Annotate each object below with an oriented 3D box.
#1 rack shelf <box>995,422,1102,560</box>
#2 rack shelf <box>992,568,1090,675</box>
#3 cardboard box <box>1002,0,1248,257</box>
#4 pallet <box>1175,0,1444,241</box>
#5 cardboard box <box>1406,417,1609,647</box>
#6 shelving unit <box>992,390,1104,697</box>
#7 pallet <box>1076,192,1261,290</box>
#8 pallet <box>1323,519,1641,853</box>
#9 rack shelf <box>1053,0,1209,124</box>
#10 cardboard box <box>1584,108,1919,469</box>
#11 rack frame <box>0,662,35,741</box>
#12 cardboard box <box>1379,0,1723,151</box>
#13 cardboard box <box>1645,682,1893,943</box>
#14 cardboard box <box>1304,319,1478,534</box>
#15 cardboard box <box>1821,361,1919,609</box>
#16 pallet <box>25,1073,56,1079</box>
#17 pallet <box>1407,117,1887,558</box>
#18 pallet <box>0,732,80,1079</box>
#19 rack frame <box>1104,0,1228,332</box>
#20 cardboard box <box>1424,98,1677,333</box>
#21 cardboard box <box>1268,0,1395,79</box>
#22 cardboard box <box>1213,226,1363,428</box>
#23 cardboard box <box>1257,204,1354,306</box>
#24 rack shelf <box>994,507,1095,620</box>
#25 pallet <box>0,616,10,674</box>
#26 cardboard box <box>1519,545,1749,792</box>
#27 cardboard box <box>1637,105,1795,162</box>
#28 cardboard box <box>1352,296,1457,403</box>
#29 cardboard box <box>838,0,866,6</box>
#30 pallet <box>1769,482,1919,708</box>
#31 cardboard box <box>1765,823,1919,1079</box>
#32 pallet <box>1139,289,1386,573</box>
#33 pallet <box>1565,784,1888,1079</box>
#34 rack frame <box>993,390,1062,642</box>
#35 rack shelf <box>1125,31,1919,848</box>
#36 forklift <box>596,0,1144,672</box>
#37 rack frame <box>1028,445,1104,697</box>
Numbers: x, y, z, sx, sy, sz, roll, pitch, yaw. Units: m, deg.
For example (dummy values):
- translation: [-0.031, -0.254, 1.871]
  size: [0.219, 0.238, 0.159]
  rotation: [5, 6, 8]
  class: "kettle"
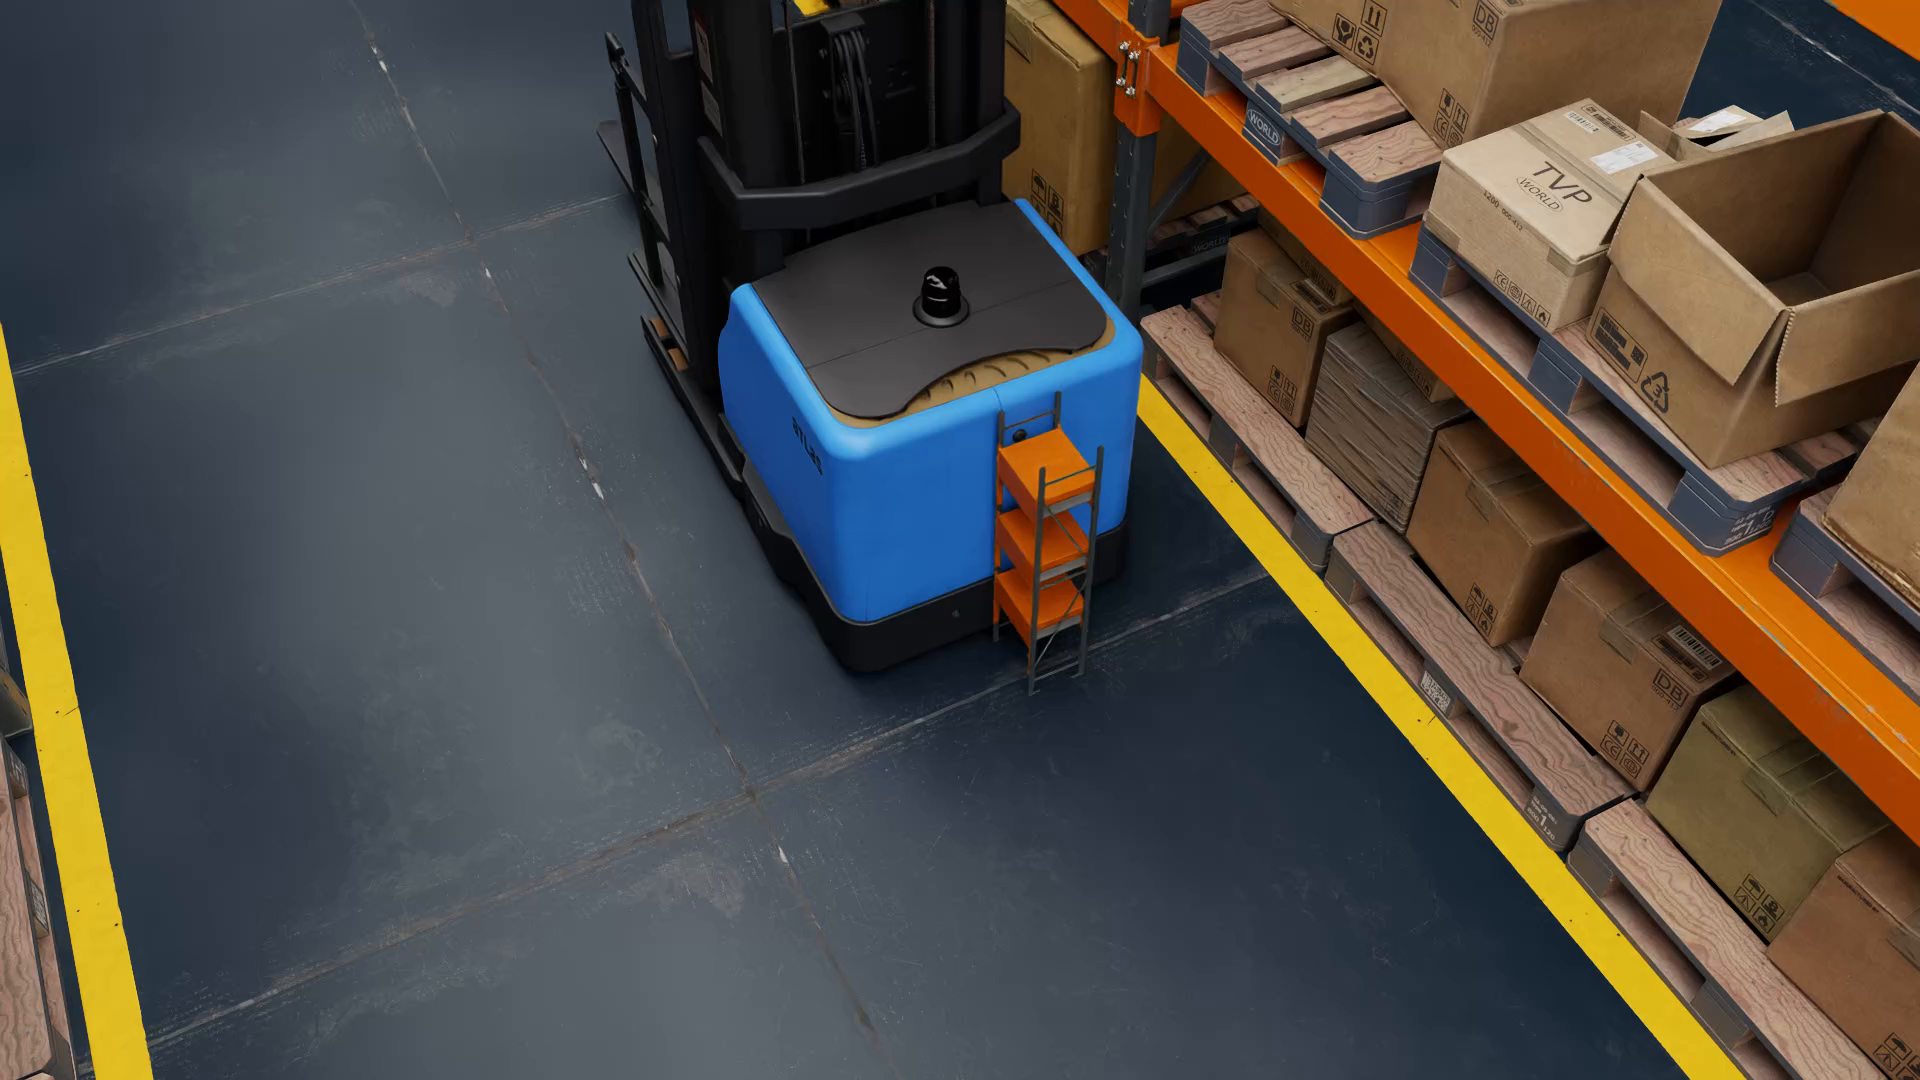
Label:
- translation: [0.253, -0.143, 4.815]
  size: [0.215, 0.259, 0.240]
  rotation: [-21, 52, -17]
  class: "rack shelf"
- translation: [0.253, 0.227, 5.237]
  size: [0.215, 0.259, 0.240]
  rotation: [-21, 52, -17]
  class: "rack shelf"
- translation: [0.725, -1.872, 6.527]
  size: [1.225, 0.875, 0.875]
  rotation: [-23, 53, -19]
  class: "cardboard box"
- translation: [1.443, -1.461, 5.162]
  size: [1.213, 0.211, 1.003]
  rotation: [-21, 52, -18]
  class: "pallet"
- translation: [1.878, -0.101, 5.214]
  size: [0.700, 0.500, 0.500]
  rotation: [-17, 51, -15]
  class: "cardboard box"
- translation: [0.253, 0.037, 5.020]
  size: [0.215, 1.050, 0.252]
  rotation: [-21, 52, -17]
  class: "shelving unit"
- translation: [0.729, -1.600, 7.009]
  size: [1.003, 0.211, 1.213]
  rotation: [-21, 52, -18]
  class: "pallet"
- translation: [1.933, 0.293, 5.354]
  size: [1.003, 0.211, 1.213]
  rotation: [-21, 52, -18]
  class: "pallet"
- translation: [0.107, -3.066, 6.917]
  size: [1.077, 0.370, 4.000]
  rotation: [-21, 52, -18]
  class: "rack shelf"
- translation: [1.978, -0.588, 3.924]
  size: [0.797, 0.503, 0.637]
  rotation: [-16, 51, -14]
  class: "cardboard box"
- translation: [-3.381, -0.258, 3.983]
  size: [1.000, 3.000, 0.127]
  rotation: [-21, 52, -18]
  class: "rack frame"
- translation: [1.650, -1.448, 4.679]
  size: [0.700, 0.500, 0.500]
  rotation: [-14, 50, -12]
  class: "cardboard box"
- translation: [2.390, 0.647, 4.560]
  size: [0.700, 0.500, 0.500]
  rotation: [-21, 52, -18]
  class: "cardboard box"
- translation: [1.612, -0.478, 5.543]
  size: [0.700, 0.500, 0.500]
  rotation: [-25, 53, -20]
  class: "cardboard box"
- translation: [2.614, -0.203, 3.257]
  size: [1.000, 1.000, 1.000]
  rotation: [-21, 52, -17]
  class: "cardboard box"
- translation: [-2.507, 2.007, 3.854]
  size: [1.003, 0.211, 1.213]
  rotation: [-21, 52, -18]
  class: "pallet"
- translation: [1.965, -0.590, 4.401]
  size: [1.003, 0.211, 1.213]
  rotation: [-21, 52, -18]
  class: "pallet"
- translation: [-3.061, 1.192, 4.567]
  size: [1.003, 0.211, 1.213]
  rotation: [-21, 52, -18]
  class: "pallet"
- translation: [1.023, -1.964, 5.475]
  size: [1.000, 3.000, 0.127]
  rotation: [-21, 52, -18]
  class: "rack frame"
- translation: [1.585, -0.852, 4.323]
  size: [0.500, 0.250, 0.500]
  rotation: [-23, 53, -19]
  class: "cardboard box"
- translation: [1.305, -1.788, 4.975]
  size: [0.500, 0.500, 0.500]
  rotation: [-27, 54, -22]
  class: "cardboard box"
- translation: [1.347, -0.844, 5.864]
  size: [0.700, 0.500, 0.500]
  rotation: [-24, 53, -19]
  class: "cardboard box"
- translation: [1.356, -1.095, 5.585]
  size: [0.500, 0.250, 0.500]
  rotation: [-19, 52, -16]
  class: "cardboard box"
- translation: [0.253, 0.044, 5.028]
  size: [0.215, 0.259, 0.240]
  rotation: [-21, 52, -17]
  class: "rack shelf"
- translation: [-3.779, 0.147, 5.482]
  size: [1.003, 0.211, 1.213]
  rotation: [-21, 52, -18]
  class: "pallet"
- translation: [2.133, 0.273, 4.887]
  size: [0.700, 0.500, 0.500]
  rotation: [-25, 53, -21]
  class: "cardboard box"
- translation: [2.026, -1.035, 4.473]
  size: [0.396, 0.266, 0.258]
  rotation: [-23, 53, -19]
  class: "cardboard box"
- translation: [1.608, -0.743, 5.277]
  size: [0.500, 0.250, 0.500]
  rotation: [-16, 51, -13]
  class: "cardboard box"
- translation: [-0.088, -3.061, 7.567]
  size: [1.225, 0.875, 0.875]
  rotation: [-23, 53, -19]
  class: "cardboard box"
- translation: [2.633, 0.215, 3.697]
  size: [1.003, 0.211, 1.213]
  rotation: [-21, 52, -18]
  class: "pallet"
- translation: [2.591, 0.973, 4.275]
  size: [0.700, 0.500, 0.500]
  rotation: [-25, 53, -20]
  class: "cardboard box"
- translation: [1.379, -0.523, 6.067]
  size: [1.003, 0.211, 1.213]
  rotation: [-21, 52, -18]
  class: "pallet"
- translation: [2.495, 1.111, 4.638]
  size: [1.003, 0.211, 1.213]
  rotation: [-21, 52, -18]
  class: "pallet"
- translation: [0.198, -0.045, 5.092]
  size: [0.200, 1.050, 0.008]
  rotation: [-21, 52, -17]
  class: "rack frame"
- translation: [1.938, -0.389, 4.575]
  size: [1.077, 0.370, 4.000]
  rotation: [-21, 52, -18]
  class: "rack shelf"
- translation: [-0.552, -1.666, 5.260]
  size: [1.130, 2.935, 3.031]
  rotation: [-21, 52, -17]
  class: "forklift"
- translation: [0.307, 0.119, 4.948]
  size: [0.200, 1.050, 0.008]
  rotation: [-21, 52, -17]
  class: "rack frame"
